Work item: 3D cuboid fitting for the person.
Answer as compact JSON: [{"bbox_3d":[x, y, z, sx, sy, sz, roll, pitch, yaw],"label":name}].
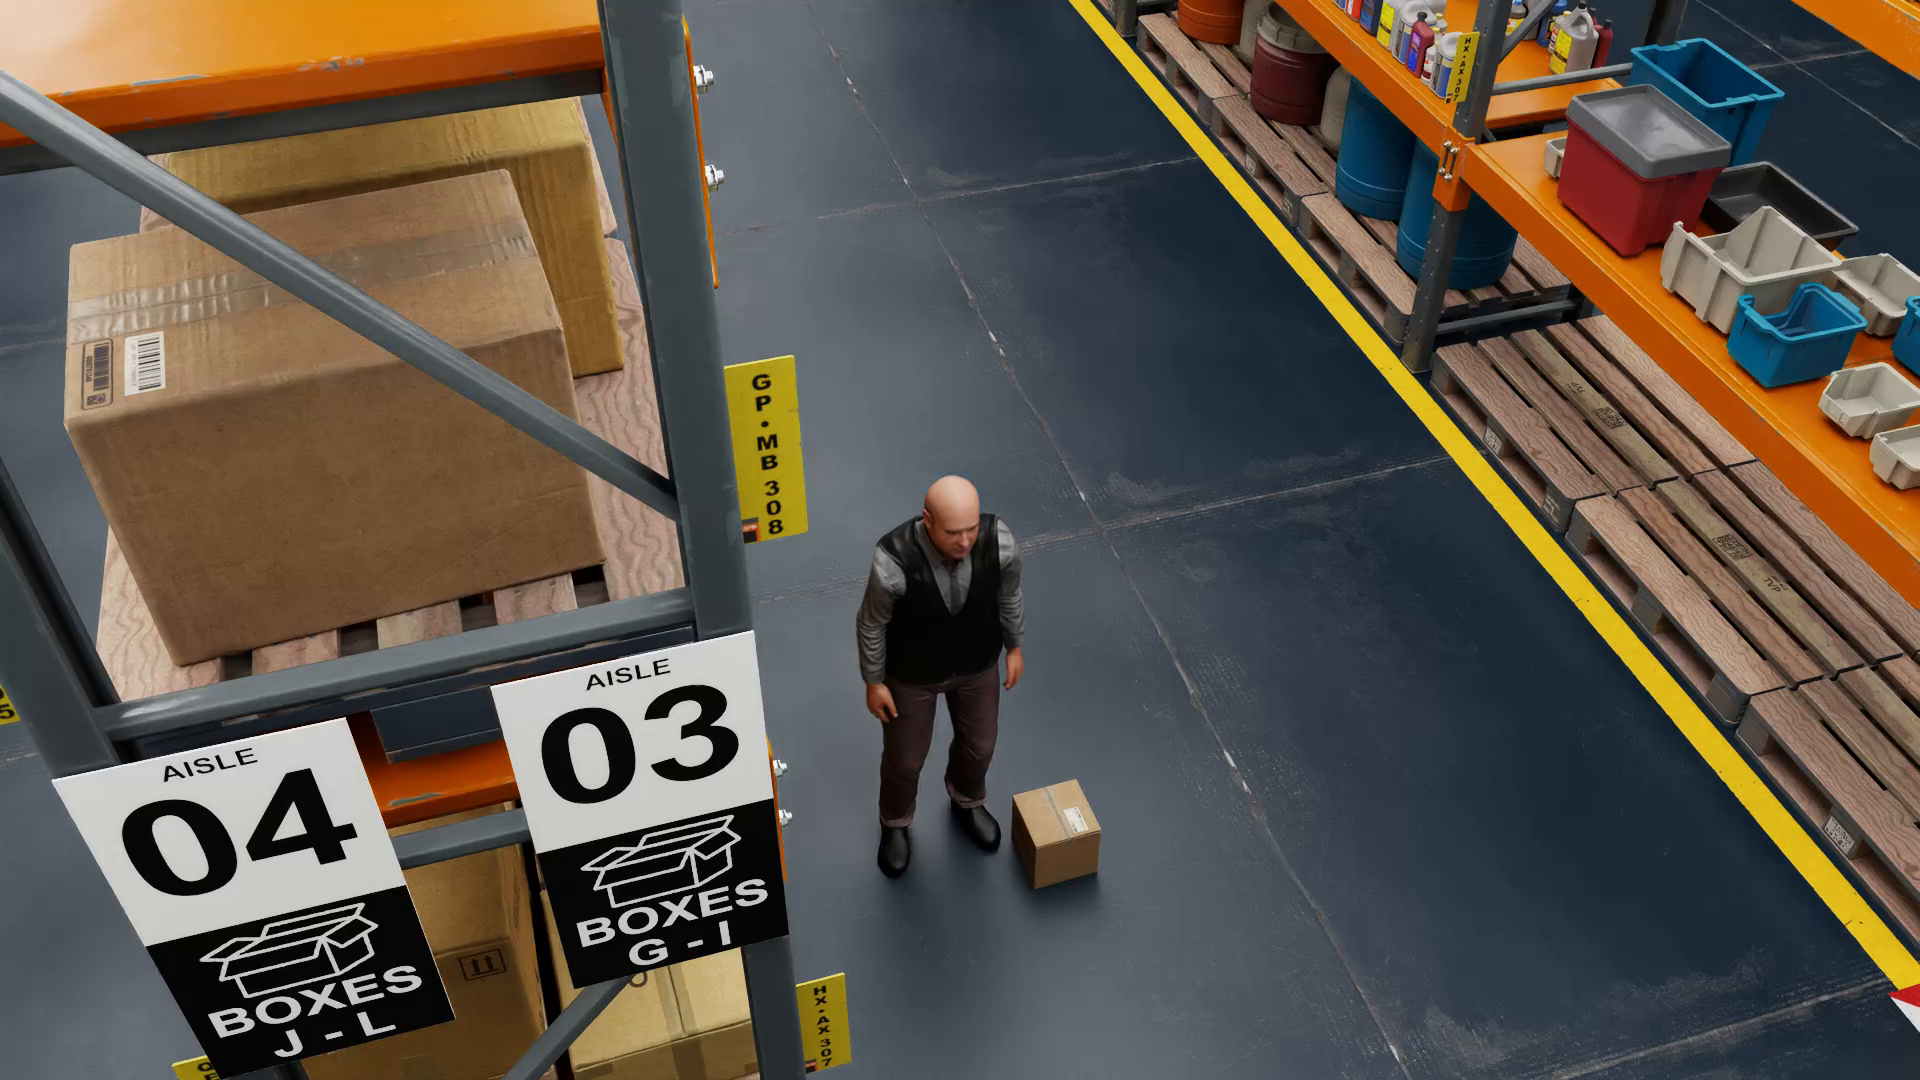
[{"bbox_3d":[-0.073,0.423,5.707,0.576,1.720,0.412,-12,43,-13],"label":"person"}]
